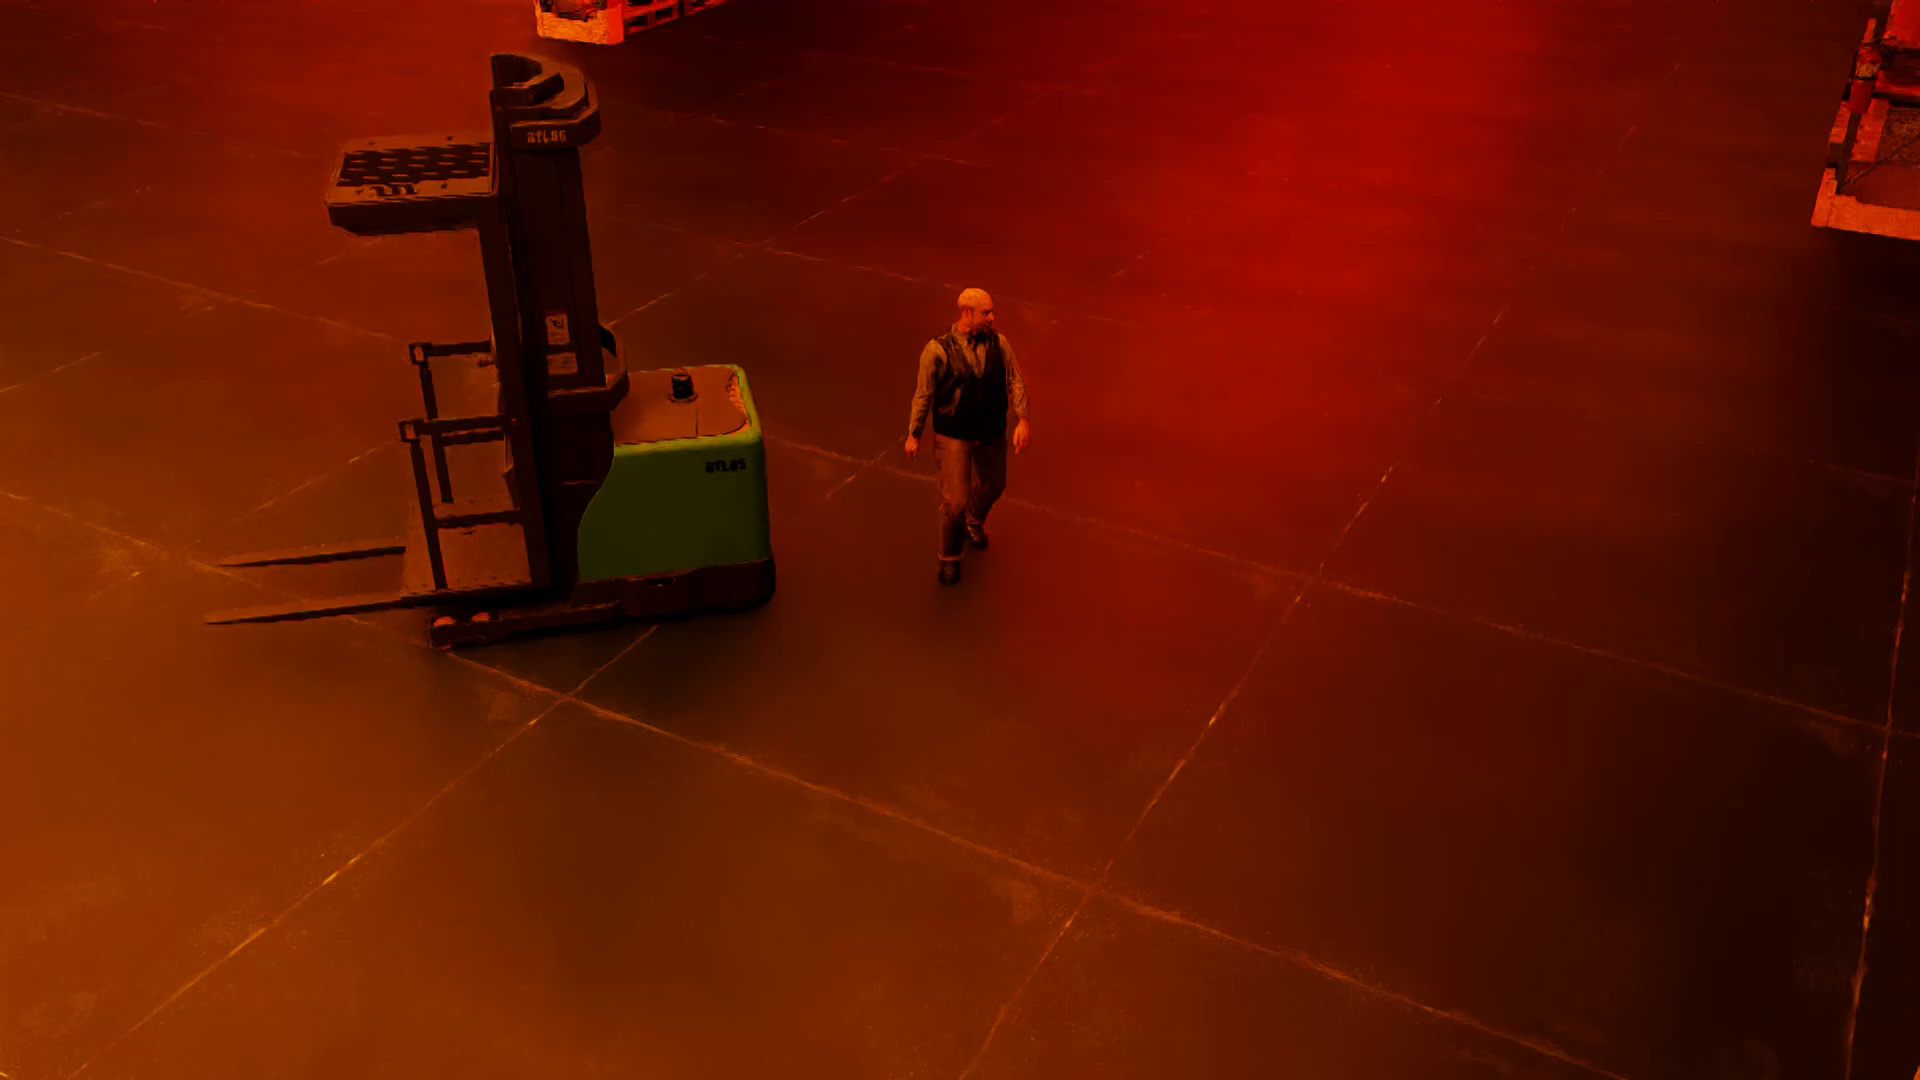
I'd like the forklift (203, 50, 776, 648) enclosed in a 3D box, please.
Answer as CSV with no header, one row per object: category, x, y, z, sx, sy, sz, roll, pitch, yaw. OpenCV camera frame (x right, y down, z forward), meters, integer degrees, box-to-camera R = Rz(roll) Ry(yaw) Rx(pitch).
forklift,-2.612,-0.975,8.760,3.031,2.935,1.130,-7,31,-11

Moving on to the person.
person,0.030,-0.607,9.412,0.662,1.659,0.723,-16,34,-26
